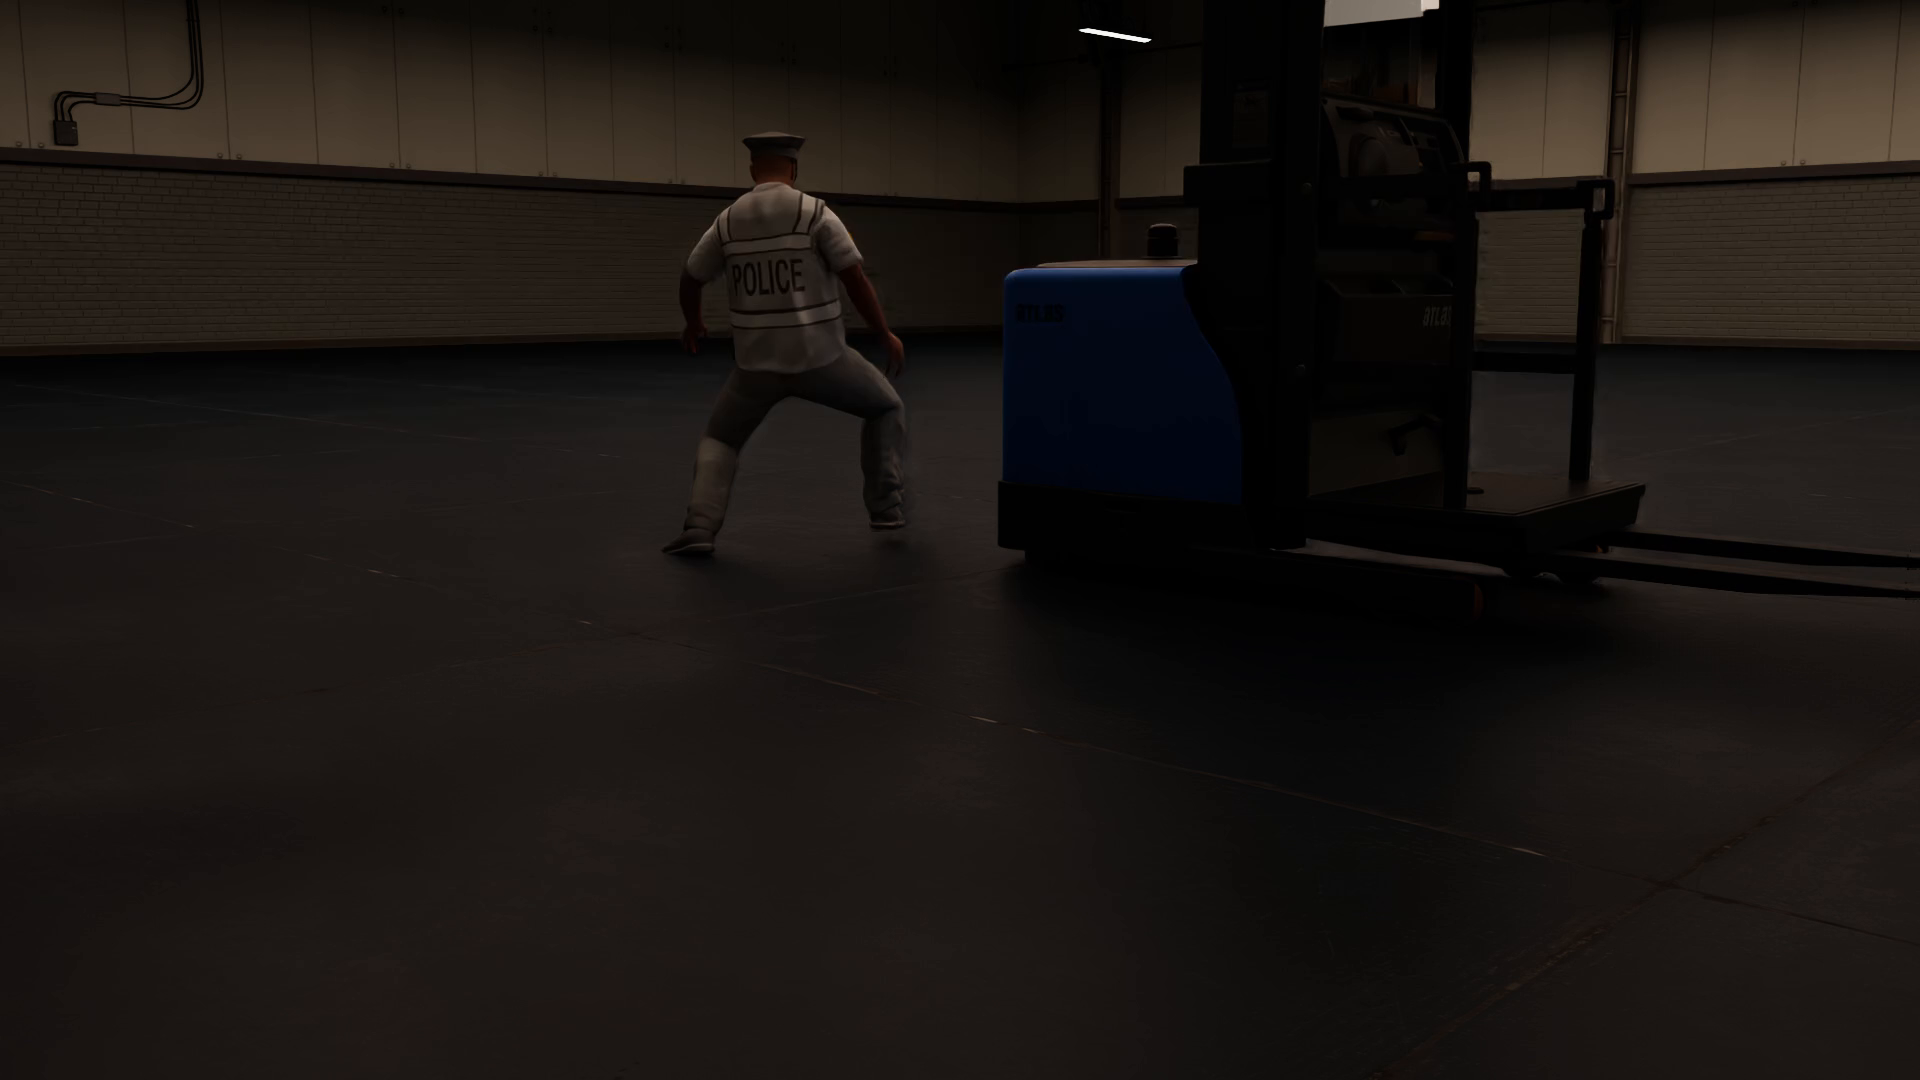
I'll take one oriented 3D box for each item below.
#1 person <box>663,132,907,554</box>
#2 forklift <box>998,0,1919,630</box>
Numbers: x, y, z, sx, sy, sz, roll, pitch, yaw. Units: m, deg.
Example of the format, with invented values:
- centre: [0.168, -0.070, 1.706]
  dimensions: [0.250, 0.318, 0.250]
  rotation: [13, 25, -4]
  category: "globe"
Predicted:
- centre: [-0.710, -0.751, 6.460]
  dimensions: [0.972, 1.627, 0.722]
  rotation: [2, 9, 14]
  category: "person"
- centre: [1.586, -1.269, 5.302]
  dimensions: [3.031, 2.935, 1.130]
  rotation: [7, 11, 40]
  category: "forklift"
